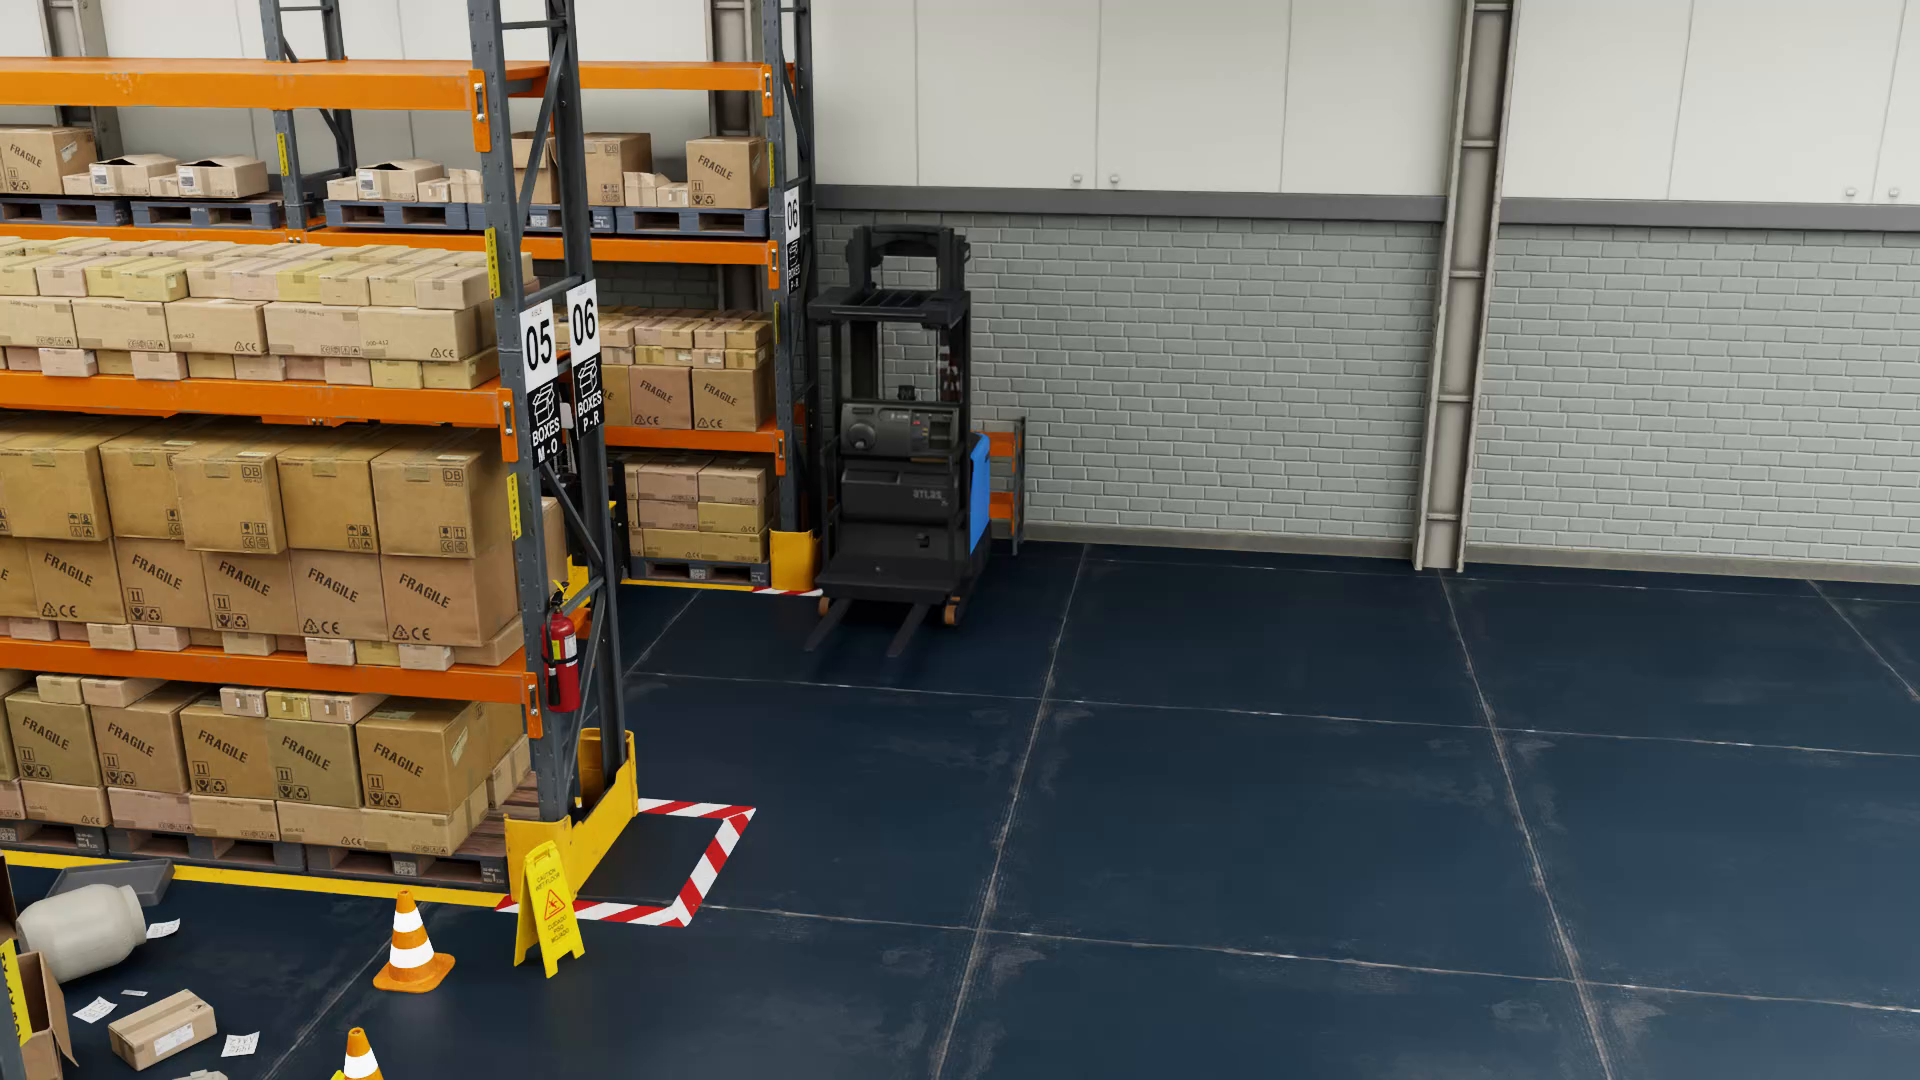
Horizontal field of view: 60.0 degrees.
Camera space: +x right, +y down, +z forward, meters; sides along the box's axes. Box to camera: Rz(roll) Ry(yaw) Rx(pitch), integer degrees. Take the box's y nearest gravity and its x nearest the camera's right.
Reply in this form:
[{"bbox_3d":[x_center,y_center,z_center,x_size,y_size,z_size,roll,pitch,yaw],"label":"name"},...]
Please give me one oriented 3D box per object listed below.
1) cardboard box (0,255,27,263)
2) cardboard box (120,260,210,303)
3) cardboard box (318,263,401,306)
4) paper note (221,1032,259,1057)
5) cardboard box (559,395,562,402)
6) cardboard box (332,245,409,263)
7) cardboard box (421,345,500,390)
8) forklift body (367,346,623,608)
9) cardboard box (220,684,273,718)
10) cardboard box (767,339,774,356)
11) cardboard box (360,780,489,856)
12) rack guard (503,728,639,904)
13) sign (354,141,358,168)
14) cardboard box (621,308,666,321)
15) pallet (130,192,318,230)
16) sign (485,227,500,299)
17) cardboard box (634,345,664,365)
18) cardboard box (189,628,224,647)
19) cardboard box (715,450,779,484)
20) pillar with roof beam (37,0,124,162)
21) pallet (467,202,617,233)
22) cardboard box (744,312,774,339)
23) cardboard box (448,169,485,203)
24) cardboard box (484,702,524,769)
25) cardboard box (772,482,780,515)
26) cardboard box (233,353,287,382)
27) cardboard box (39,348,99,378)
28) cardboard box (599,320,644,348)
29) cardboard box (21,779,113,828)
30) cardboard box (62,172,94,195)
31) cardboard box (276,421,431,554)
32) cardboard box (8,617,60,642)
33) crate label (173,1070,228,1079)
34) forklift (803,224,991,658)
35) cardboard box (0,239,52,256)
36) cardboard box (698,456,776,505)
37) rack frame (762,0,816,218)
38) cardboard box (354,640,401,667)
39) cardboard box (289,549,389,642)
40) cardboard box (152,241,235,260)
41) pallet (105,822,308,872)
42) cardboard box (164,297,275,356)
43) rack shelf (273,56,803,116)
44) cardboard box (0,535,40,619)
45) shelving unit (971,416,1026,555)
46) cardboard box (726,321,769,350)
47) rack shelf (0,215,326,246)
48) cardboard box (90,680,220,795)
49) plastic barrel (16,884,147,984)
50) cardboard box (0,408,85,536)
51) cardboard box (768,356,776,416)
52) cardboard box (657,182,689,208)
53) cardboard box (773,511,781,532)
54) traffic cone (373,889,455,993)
[{"bbox_3d":[-5.016,-1.361,8.555,0.250,0.149,0.380,3,19,8],"label":"cardboard box"},{"bbox_3d":[-4.002,-1.311,8.405,0.250,0.149,0.380,3,19,10],"label":"cardboard box"},{"bbox_3d":[-2.986,-1.276,8.302,0.250,0.149,0.380,3,19,8],"label":"cardboard box"},{"bbox_3d":[-3.351,2.346,7.743,0.142,0.019,0.148,-3,19,-10],"label":"paper note"},{"bbox_3d":[-3.360,-1.260,13.683,0.500,0.500,0.500,3,19,9],"label":"cardboard box"},{"bbox_3d":[-3.145,-1.477,8.902,0.250,0.149,0.380,3,19,8],"label":"cardboard box"},{"bbox_3d":[-2.498,-0.872,8.350,0.250,0.149,0.380,3,19,9],"label":"cardboard box"},{"bbox_3d":[-3.480,-0.315,12.354,1.214,2.155,2.313,3,19,9],"label":"forklift body"},{"bbox_3d":[-3.815,0.820,9.092,0.250,0.149,0.380,4,19,11],"label":"cardboard box"},{"bbox_3d":[-1.612,-1.647,13.817,0.250,0.149,0.380,2,19,7],"label":"cardboard box"},{"bbox_3d":[-2.966,1.509,9.237,0.500,0.250,0.500,3,19,8],"label":"cardboard box"},{"bbox_3d":[-2.177,1.544,9.402,0.348,0.500,1.175,3,19,9],"label":"rack guard"},{"bbox_3d":[-5.181,-3.274,14.193,0.005,0.325,0.100,3,19,9],"label":"sign"},{"bbox_3d":[-2.638,-1.828,13.891,0.250,0.149,0.380,4,19,10],"label":"cardboard box"},{"bbox_3d":[-6.140,-2.767,13.919,1.217,0.209,0.805,2,19,6],"label":"pallet"},{"bbox_3d":[-2.209,-1.308,7.861,0.005,0.325,0.100,3,19,9],"label":"sign"},{"bbox_3d":[-2.451,-1.530,13.468,0.250,0.149,0.380,3,19,8],"label":"cardboard box"},{"bbox_3d":[-4.011,0.446,9.138,0.250,0.149,0.380,3,19,9],"label":"cardboard box"},{"bbox_3d":[-1.762,-0.646,14.103,0.500,0.250,0.500,3,19,8],"label":"cardboard box"},{"bbox_3d":[-8.469,-3.309,10.510,0.400,9.000,9.100,3,19,9],"label":"pillar with roof beam"},{"bbox_3d":[-3.220,-2.678,13.492,1.213,0.211,1.003,3,19,9],"label":"pallet"},{"bbox_3d":[-1.616,-1.773,13.727,0.250,0.149,0.380,3,19,8],"label":"cardboard box"},{"bbox_3d":[-3.850,-2.830,13.199,0.258,0.266,0.396,2,19,7],"label":"cardboard box"},{"bbox_3d":[-2.878,0.983,9.628,0.500,0.500,0.500,2,19,7],"label":"cardboard box"},{"bbox_3d":[-1.749,-0.414,14.198,0.500,0.250,0.500,3,19,10],"label":"cardboard box"},{"bbox_3d":[-3.499,-0.929,8.522,0.250,0.149,0.380,3,19,8],"label":"cardboard box"},{"bbox_3d":[-4.523,-0.958,8.607,0.250,0.149,0.380,3,19,8],"label":"cardboard box"},{"bbox_3d":[-2.725,-1.663,13.397,0.250,0.149,0.380,3,19,10],"label":"cardboard box"},{"bbox_3d":[-4.982,1.403,9.554,0.500,0.250,0.500,4,19,12],"label":"cardboard box"},{"bbox_3d":[-7.163,-2.944,13.722,0.250,0.149,0.380,3,19,8],"label":"cardboard box"},{"bbox_3d":[-3.139,-0.286,8.728,0.500,0.500,0.700,3,19,9],"label":"cardboard box"},{"bbox_3d":[-5.027,0.420,9.217,0.250,0.149,0.380,3,19,10],"label":"cardboard box"},{"bbox_3d":[-3.357,2.447,7.275,0.298,0.136,0.250,-7,20,-20],"label":"crate label"},{"bbox_3d":[-0.504,-0.851,12.727,1.130,2.935,3.031,3,19,10],"label":"forklift"},{"bbox_3d":[-5.192,-1.543,9.099,0.250,0.149,0.380,3,19,10],"label":"cardboard box"},{"bbox_3d":[-1.822,-0.488,13.630,0.500,0.250,0.500,4,19,10],"label":"cardboard box"},{"bbox_3d":[-1.318,-4.038,12.690,0.127,3.000,1.000,3,19,9],"label":"rack frame"},{"bbox_3d":[-3.022,0.532,8.883,0.250,0.149,0.380,3,19,8],"label":"cardboard box"},{"bbox_3d":[-3.175,0.206,8.834,0.500,0.500,0.500,3,19,9],"label":"cardboard box"},{"bbox_3d":[-4.157,-1.525,9.046,0.250,0.149,0.380,3,19,9],"label":"cardboard box"},{"bbox_3d":[-4.174,1.566,9.789,1.213,0.211,1.003,3,19,9],"label":"pallet"},{"bbox_3d":[-3.659,-1.122,8.470,0.500,0.250,0.500,3,19,10],"label":"cardboard box"},{"bbox_3d":[-3.293,-3.608,13.169,4.000,0.370,1.077,3,19,9],"label":"rack shelf"},{"bbox_3d":[-5.161,0.100,9.152,0.500,0.500,0.500,3,19,8],"label":"cardboard box"},{"bbox_3d":[0.013,-0.499,14.466,1.048,1.125,0.538,3,14,9],"label":"shelving unit"},{"bbox_3d":[-1.705,-1.641,13.333,0.250,0.149,0.380,3,19,9],"label":"cardboard box"},{"bbox_3d":[-7.242,-2.577,14.183,4.000,0.370,1.077,3,19,9],"label":"rack shelf"},{"bbox_3d":[-4.469,1.074,9.356,0.500,0.500,0.500,4,19,12],"label":"cardboard box"},{"bbox_3d":[-4.381,1.954,8.296,0.512,0.421,0.421,-15,24,-38],"label":"plastic barrel"},{"bbox_3d":[-5.150,-0.379,9.007,0.500,0.500,0.700,3,19,9],"label":"cardboard box"},{"bbox_3d":[-1.763,-1.353,13.961,0.500,0.500,0.500,4,19,10],"label":"cardboard box"},{"bbox_3d":[-2.184,-2.690,12.964,0.250,0.149,0.380,2,19,7],"label":"cardboard box"},{"bbox_3d":[-1.772,-0.174,14.269,0.500,0.250,0.500,3,19,9],"label":"cardboard box"},{"bbox_3d":[-2.731,1.948,8.253,0.334,0.463,0.336,3,19,9],"label":"traffic cone"}]
